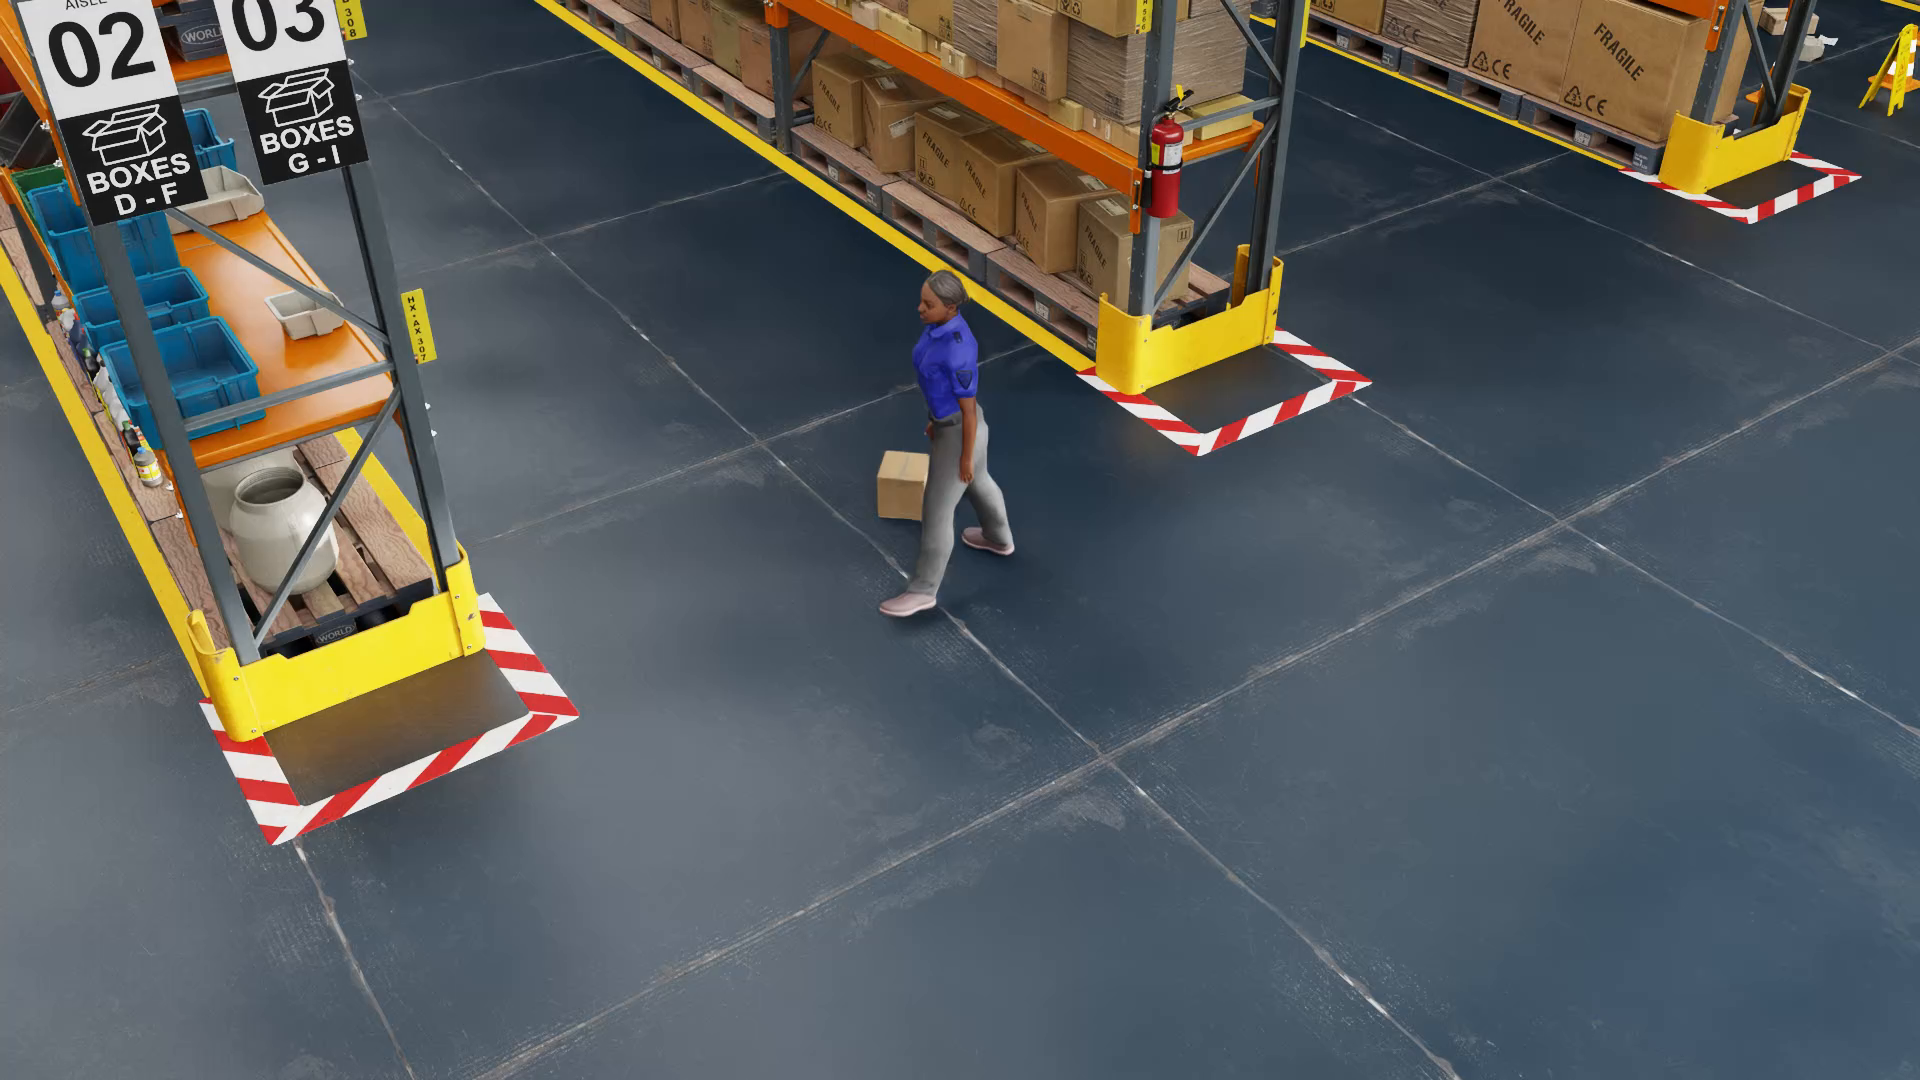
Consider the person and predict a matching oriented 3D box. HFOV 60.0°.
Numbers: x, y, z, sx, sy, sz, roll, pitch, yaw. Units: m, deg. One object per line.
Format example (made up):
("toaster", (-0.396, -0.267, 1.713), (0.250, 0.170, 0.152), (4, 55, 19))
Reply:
("person", (-0.068, -0.470, 7.619), (0.738, 1.634, 0.671), (-6, 37, -8))
